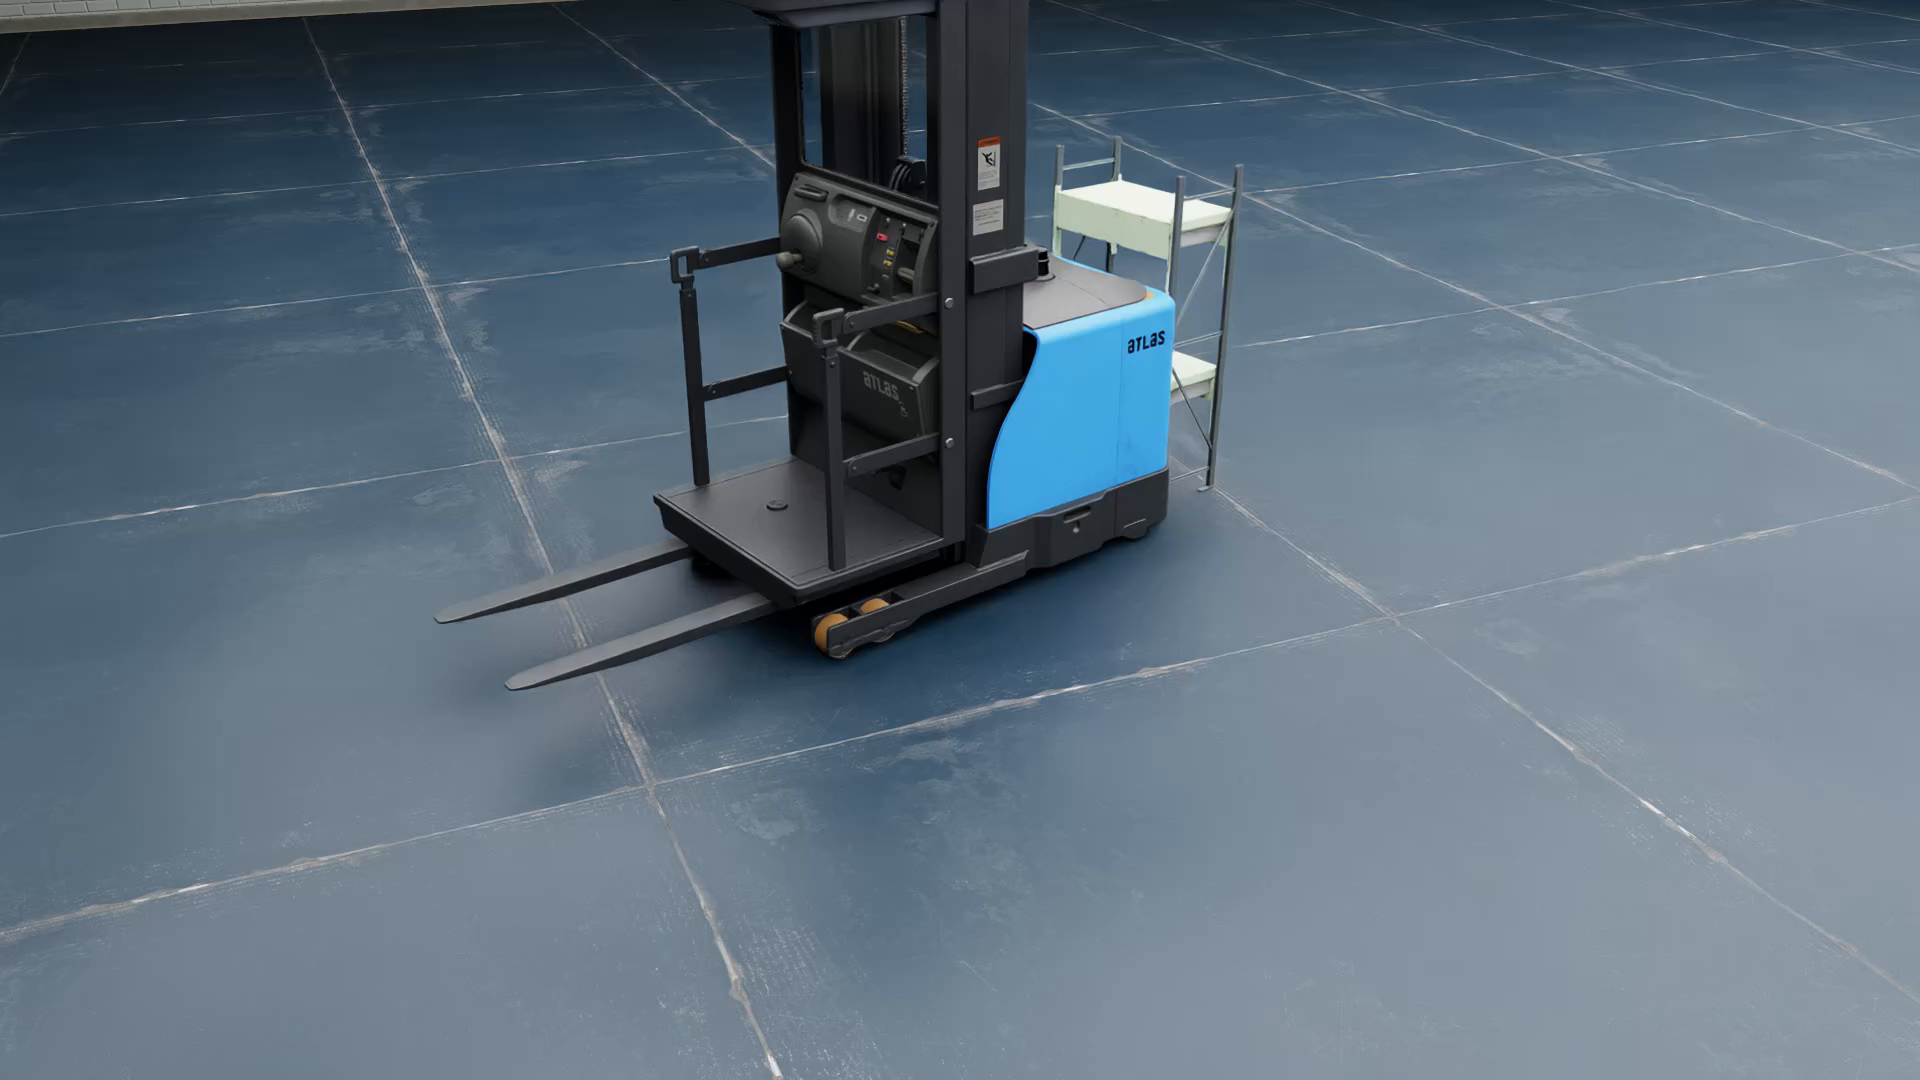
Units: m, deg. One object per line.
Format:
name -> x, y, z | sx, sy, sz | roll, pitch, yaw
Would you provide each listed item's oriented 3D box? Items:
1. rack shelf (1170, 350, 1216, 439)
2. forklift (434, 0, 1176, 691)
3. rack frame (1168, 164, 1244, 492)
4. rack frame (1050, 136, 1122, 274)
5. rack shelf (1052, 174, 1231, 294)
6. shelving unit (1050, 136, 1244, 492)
rack shelf -> 0.796, -0.704, 7.710 | 0.431, 0.370, 0.720 | -19, 32, -36
forklift -> -0.558, -1.130, 6.223 | 3.031, 2.935, 1.130 | -19, 32, -34
rack frame -> 1.040, -0.877, 7.322 | 0.400, 1.500, 0.023 | -19, 32, -36
rack frame -> 0.566, -1.122, 7.823 | 0.400, 1.500, 0.023 | -19, 32, -36
rack shelf -> 0.811, -1.353, 7.408 | 0.431, 0.370, 0.720 | -19, 32, -36
shelving unit -> 0.803, -0.999, 7.573 | 0.431, 1.500, 0.755 | -19, 32, -36
